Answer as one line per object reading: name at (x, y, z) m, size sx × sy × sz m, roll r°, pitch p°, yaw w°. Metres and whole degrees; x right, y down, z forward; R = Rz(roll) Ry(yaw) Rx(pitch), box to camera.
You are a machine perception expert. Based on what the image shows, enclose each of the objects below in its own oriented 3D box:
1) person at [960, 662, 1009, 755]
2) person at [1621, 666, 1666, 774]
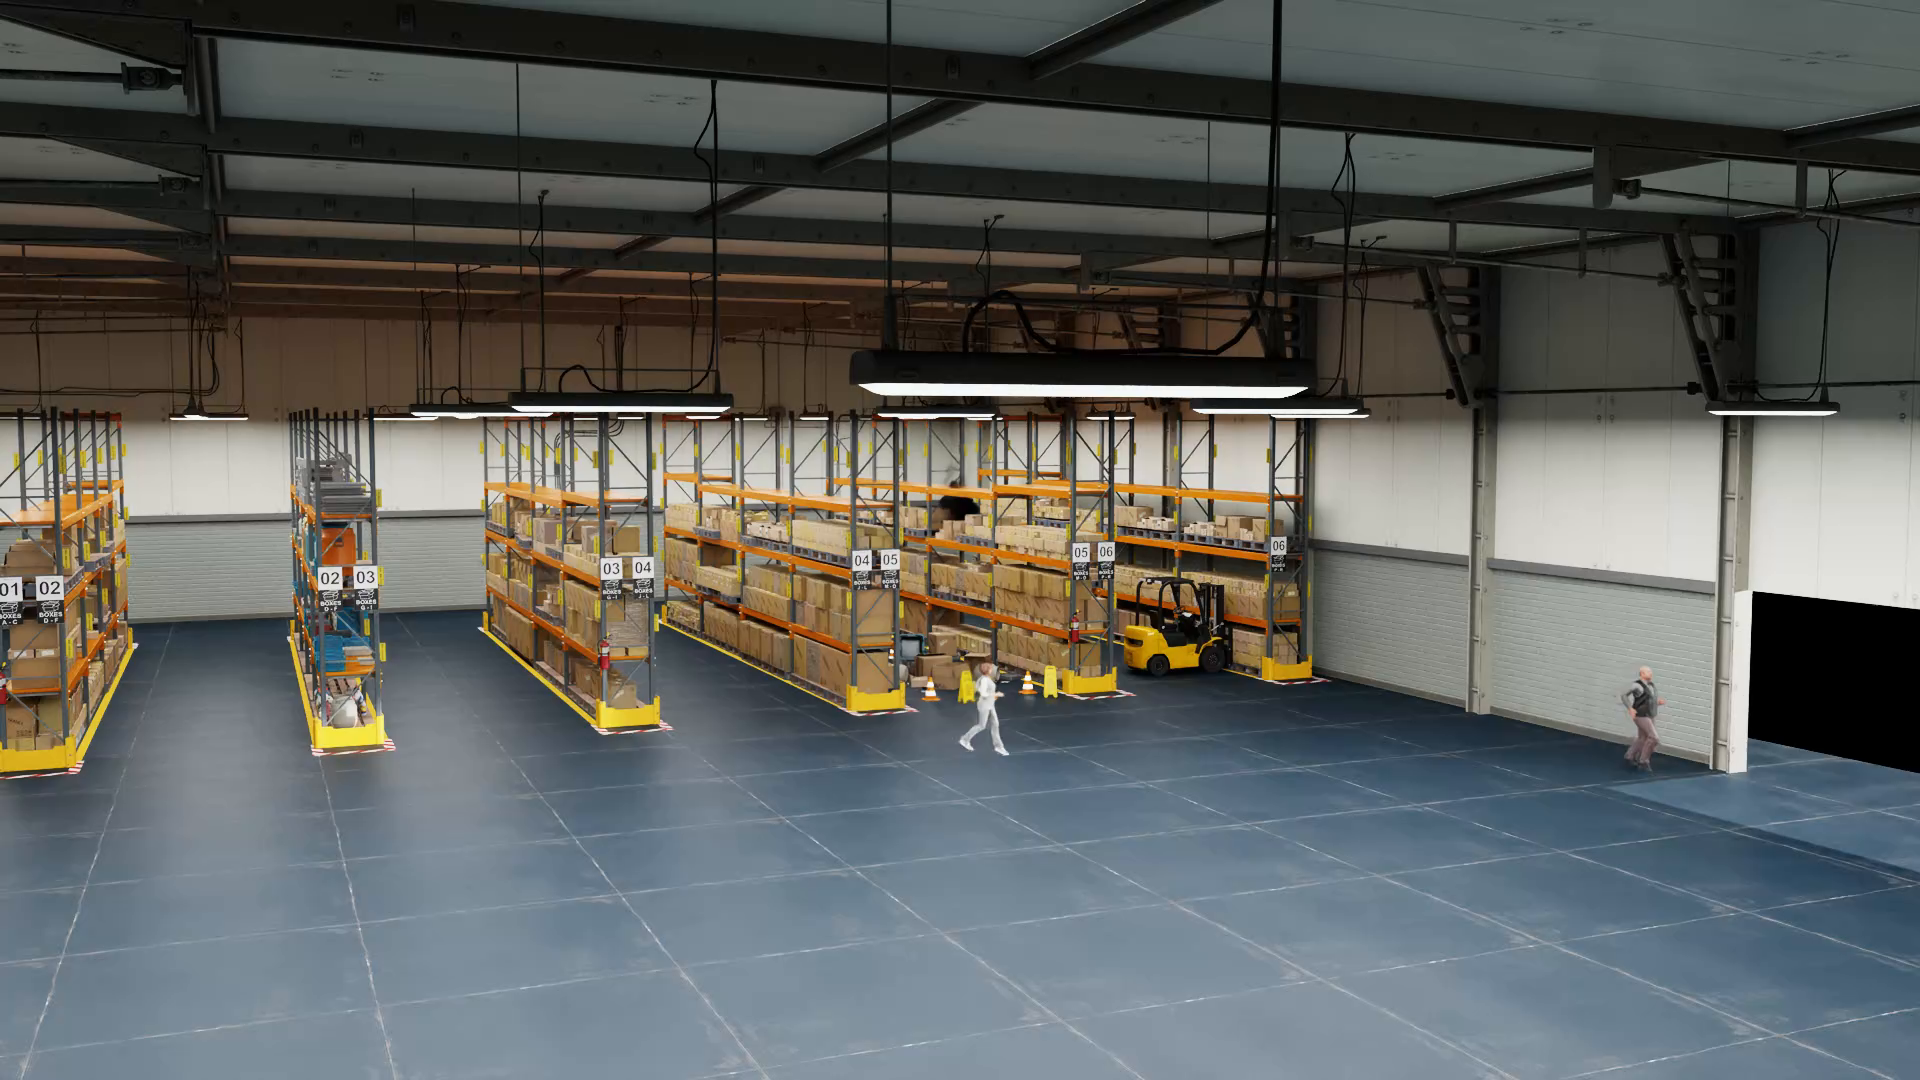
person at (0.420, 2.905, 28.649) m, size 0.863 × 1.615 × 0.534 m, roll 1°, pitch 4°, yaw 13°
person at (11.261, 2.953, 27.363) m, size 0.627 × 1.768 × 0.731 m, roll -3°, pitch 5°, yaw -40°
